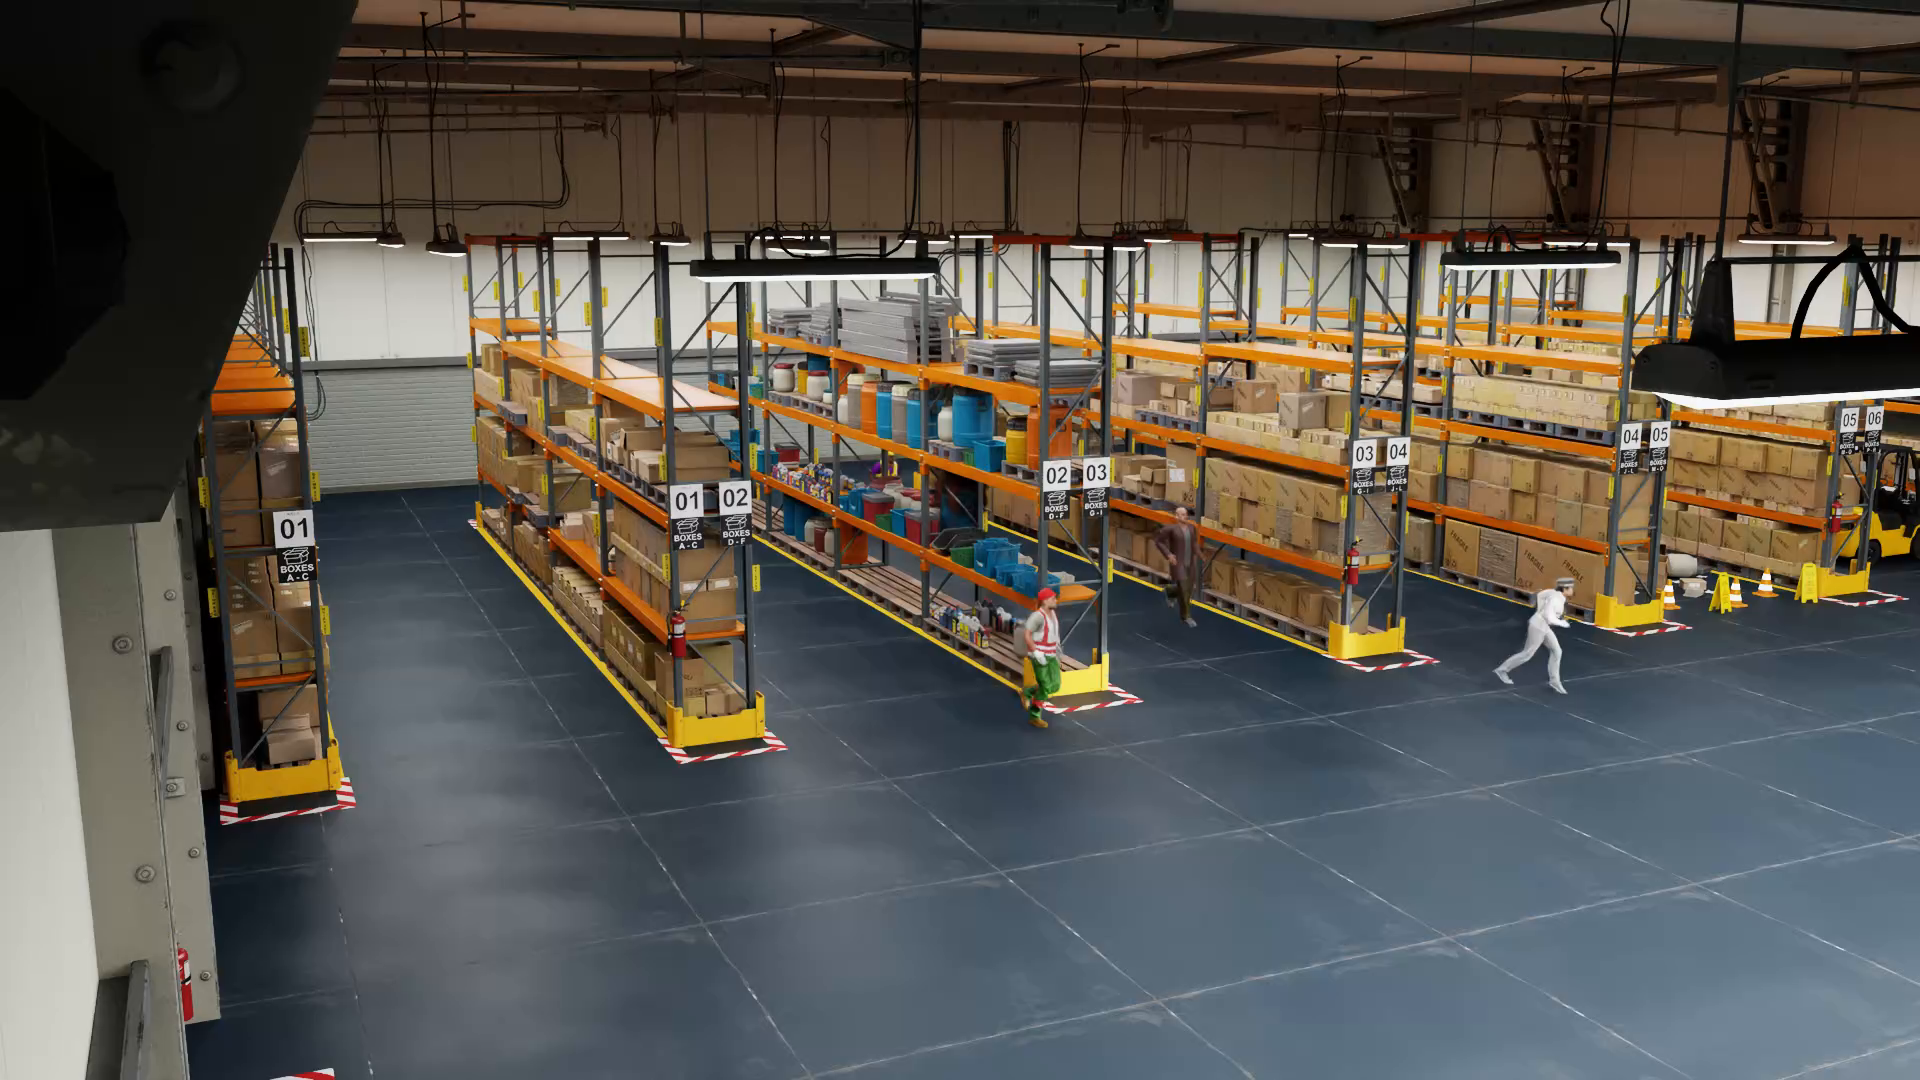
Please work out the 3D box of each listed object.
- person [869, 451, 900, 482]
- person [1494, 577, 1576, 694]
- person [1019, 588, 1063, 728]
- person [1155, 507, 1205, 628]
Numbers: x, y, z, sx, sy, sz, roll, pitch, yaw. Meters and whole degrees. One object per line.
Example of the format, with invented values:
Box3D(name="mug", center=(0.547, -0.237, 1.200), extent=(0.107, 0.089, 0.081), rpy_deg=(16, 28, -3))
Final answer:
Box3D(name="person", center=(-1.538, -1.008, 33.931), extent=(0.712, 1.743, 0.877), rpy_deg=(-6, 13, -28))
Box3D(name="person", center=(7.781, 1.262, 22.527), extent=(0.965, 1.600, 0.657), rpy_deg=(3, 11, 17))
Box3D(name="person", center=(1.029, 1.465, 21.123), extent=(0.573, 1.716, 0.705), rpy_deg=(7, 13, 34))
Box3D(name="person", center=(3.305, 0.379, 25.103), extent=(0.711, 1.779, 0.880), rpy_deg=(-6, 13, -30))
